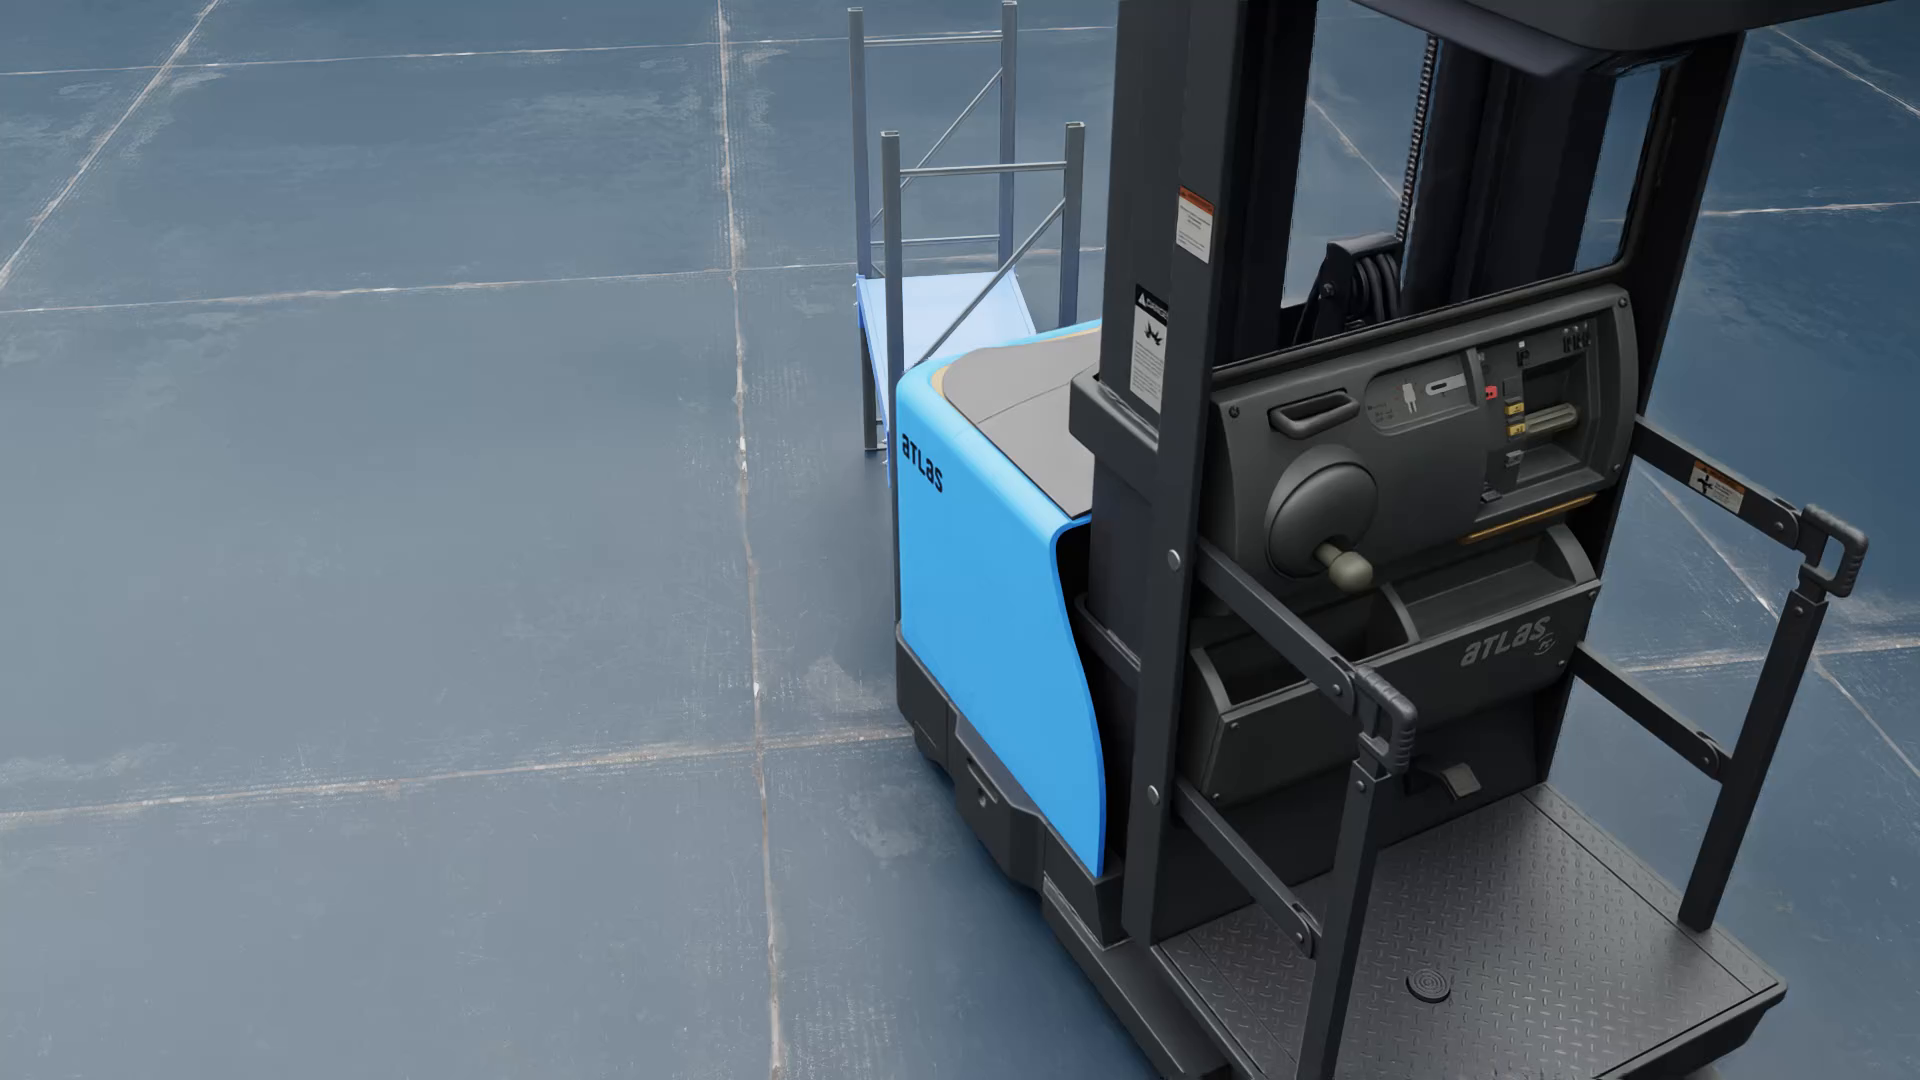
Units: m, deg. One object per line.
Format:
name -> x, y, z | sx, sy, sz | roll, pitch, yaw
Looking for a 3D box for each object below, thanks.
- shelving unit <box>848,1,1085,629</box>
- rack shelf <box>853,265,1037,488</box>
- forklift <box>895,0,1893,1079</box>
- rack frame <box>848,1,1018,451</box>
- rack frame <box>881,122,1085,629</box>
shelving unit -> -0.011, -0.667, 4.897 | 0.538, 1.500, 1.048 | -4, 35, -6
rack shelf -> -0.011, -0.519, 4.999 | 0.538, 0.185, 1.000 | -4, 35, -6
forklift -> 0.959, -0.124, 2.829 | 1.130, 2.935, 3.031 | -16, 38, -22
rack frame -> -0.080, -0.951, 5.314 | 0.500, 1.500, 0.032 | -4, 35, -6
rack frame -> 0.057, -0.384, 4.481 | 0.500, 1.500, 0.032 | -4, 35, -6
